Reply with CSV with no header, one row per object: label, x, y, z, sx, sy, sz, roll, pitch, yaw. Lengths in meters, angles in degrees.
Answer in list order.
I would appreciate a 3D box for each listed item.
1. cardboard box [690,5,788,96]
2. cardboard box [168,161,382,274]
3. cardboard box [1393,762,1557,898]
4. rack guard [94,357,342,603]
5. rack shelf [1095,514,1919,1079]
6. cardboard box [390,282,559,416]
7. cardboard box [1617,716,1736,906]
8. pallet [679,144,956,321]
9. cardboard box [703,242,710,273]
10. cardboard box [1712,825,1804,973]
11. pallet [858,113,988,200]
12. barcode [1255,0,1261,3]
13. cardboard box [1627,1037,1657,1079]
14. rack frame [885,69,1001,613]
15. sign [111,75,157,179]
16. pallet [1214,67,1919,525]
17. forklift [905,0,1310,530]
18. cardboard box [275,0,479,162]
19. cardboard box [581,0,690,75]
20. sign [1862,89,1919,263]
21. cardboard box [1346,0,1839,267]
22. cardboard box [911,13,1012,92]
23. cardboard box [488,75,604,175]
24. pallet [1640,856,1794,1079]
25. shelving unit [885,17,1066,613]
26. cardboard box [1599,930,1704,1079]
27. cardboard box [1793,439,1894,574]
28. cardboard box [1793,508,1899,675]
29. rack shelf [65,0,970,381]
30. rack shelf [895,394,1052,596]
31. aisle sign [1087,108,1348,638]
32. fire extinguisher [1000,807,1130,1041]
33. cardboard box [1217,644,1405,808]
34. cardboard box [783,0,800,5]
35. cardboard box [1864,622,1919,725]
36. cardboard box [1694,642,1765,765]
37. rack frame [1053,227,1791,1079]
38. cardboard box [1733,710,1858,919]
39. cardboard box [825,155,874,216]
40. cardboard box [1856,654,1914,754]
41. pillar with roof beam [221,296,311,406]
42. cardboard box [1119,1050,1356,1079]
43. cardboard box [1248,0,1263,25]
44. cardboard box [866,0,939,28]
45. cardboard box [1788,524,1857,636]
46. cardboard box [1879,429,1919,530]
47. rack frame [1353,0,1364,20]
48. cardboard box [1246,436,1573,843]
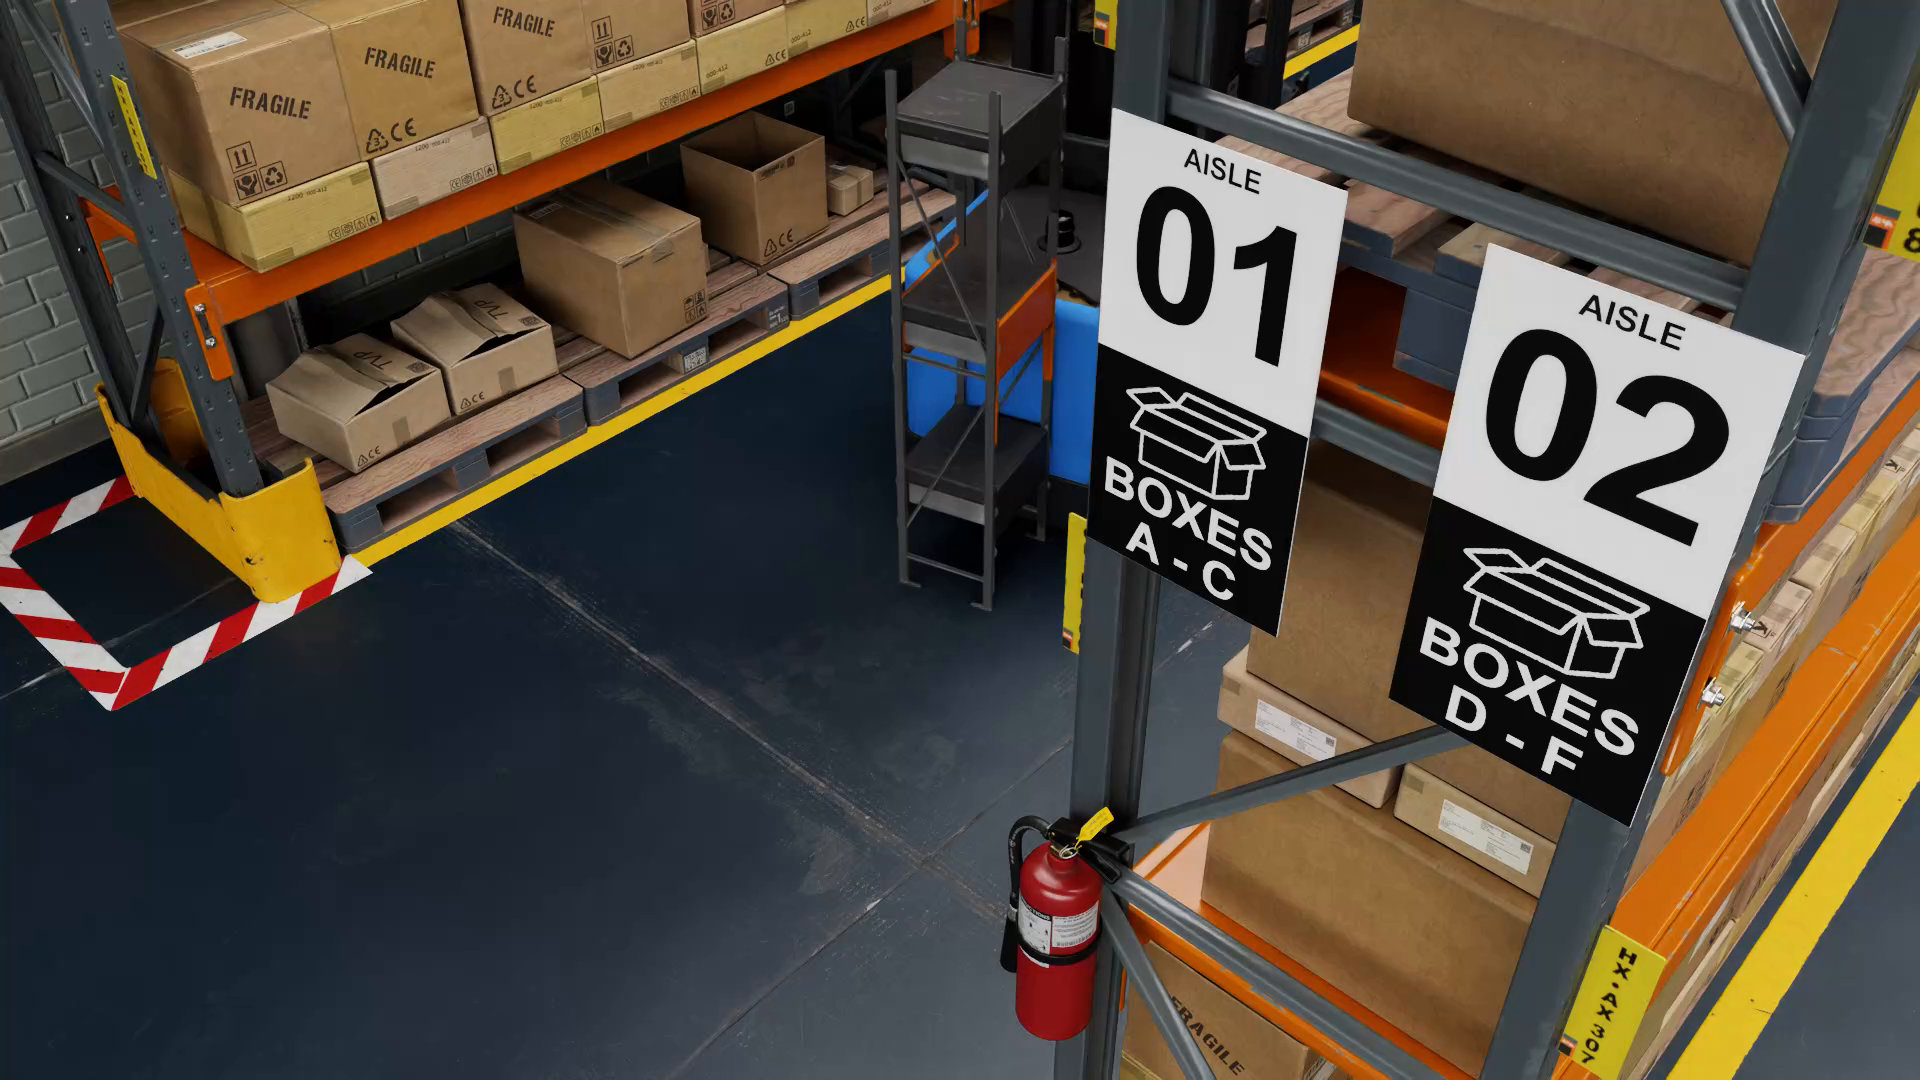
cardboard box,-1.099,-2.180,7.186,0.500,0.250,0.500,29,47,32
cardboard box,-2.468,-1.241,6.005,0.500,0.250,0.500,28,46,31
cardboard box,1.051,0.494,3.117,0.380,0.149,0.250,29,47,32
rack guard,-2.980,-0.258,6.672,1.175,0.500,0.348,30,47,32
rack shelf,1.977,0.240,4.616,1.077,0.370,4.000,30,47,32
cardboard box,-2.113,-0.863,7.232,0.500,0.311,0.500,-30,47,-32
cardboard box,1.303,0.386,3.775,0.700,0.500,0.500,31,48,33
pallet,-0.760,-1.624,8.623,1.003,0.211,1.213,30,47,32
cardboard box,-1.426,-1.369,7.998,0.380,0.149,0.250,26,45,29
cardboard box,2.167,0.948,5.020,0.500,0.250,0.500,30,47,32
pallet,0.191,-2.306,9.480,1.003,0.211,1.213,30,47,32
barcode,0.475,-0.865,2.552,0.001,0.075,0.075,30,47,32
cardboard box,1.488,1.405,4.445,0.500,0.250,0.500,30,47,32
rack frame,-0.055,-0.603,5.821,0.400,2.100,0.015,18,42,21
sign,-2.631,-1.312,5.295,0.100,0.325,0.005,30,47,32
pallet,1.124,-0.576,2.726,1.003,0.211,1.213,30,47,32
forklift,0.892,-2.041,6.962,1.130,2.935,3.031,18,42,21
cardboard box,-2.147,-1.760,6.055,0.500,0.500,0.500,30,47,32
cardboard box,-1.454,-2.237,6.655,0.500,0.500,0.500,31,48,33
sign,1.033,-0.434,1.710,0.100,0.325,0.005,30,47,32
cardboard box,1.019,-0.819,2.427,0.637,0.503,0.797,-31,48,-33
cardboard box,0.152,-2.578,9.237,0.700,0.500,0.500,31,48,33
cardboard box,-1.780,-1.717,6.604,0.500,0.250,0.500,29,47,31
pallet,1.936,1.042,5.270,1.003,0.211,1.213,30,47,32
shelving unit,0.056,-0.738,5.991,0.431,2.100,0.503,18,42,21
cardboard box,1.490,1.112,4.211,0.500,0.500,0.500,30,47,32
cardboard box,1.678,-0.379,3.694,0.700,0.500,0.500,30,47,32
cardboard box,1.995,-0.084,4.365,0.700,0.500,0.500,31,48,33
rack shelf,-1.682,-1.838,7.230,1.077,0.370,4.000,30,47,32
rack shelf,0.056,-0.179,6.435,0.431,0.518,0.480,18,42,21
aisle sign,0.367,-0.234,2.545,0.394,0.787,0.004,30,47,32
fire extinguisher,0.205,0.767,3.438,0.296,0.674,0.183,30,47,32
cardboard box,0.745,0.328,3.325,0.380,0.149,0.250,29,47,31
cardboard box,-0.756,-2.703,7.241,0.500,0.500,0.500,29,47,32
cardboard box,2.829,0.187,5.374,0.500,0.500,0.500,30,47,32
cardboard box,1.397,0.258,3.414,0.380,0.149,0.250,30,47,32
rack frame,0.628,0.877,3.237,1.000,3.000,0.127,30,47,32
cardboard box,2.168,0.654,4.786,0.500,0.500,0.500,30,47,32
cardboard box,-0.671,-1.844,8.582,0.380,0.166,0.250,23,44,27
cardboard box,2.830,0.482,5.606,0.500,0.250,0.500,30,47,32
pillar with roof beam,-0.020,-2.427,2.571,9.100,9.000,0.400,30,47,32
cardboard box,0.771,1.418,4.428,0.500,0.250,0.500,30,47,32
cardboard box,1.485,-3.530,10.434,0.700,0.500,0.500,30,47,32
cardboard box,-0.429,-2.643,7.768,0.500,0.250,0.500,30,47,32
cardboard box,1.747,0.019,3.714,0.380,0.149,0.250,28,46,31
cardboard box,2.089,-0.212,4.005,0.380,0.149,0.250,30,47,32
rack frame,2.366,-4.877,10.473,1.000,3.000,0.127,30,47,32
cardboard box,0.988,0.097,3.096,0.700,0.500,0.500,30,47,32
